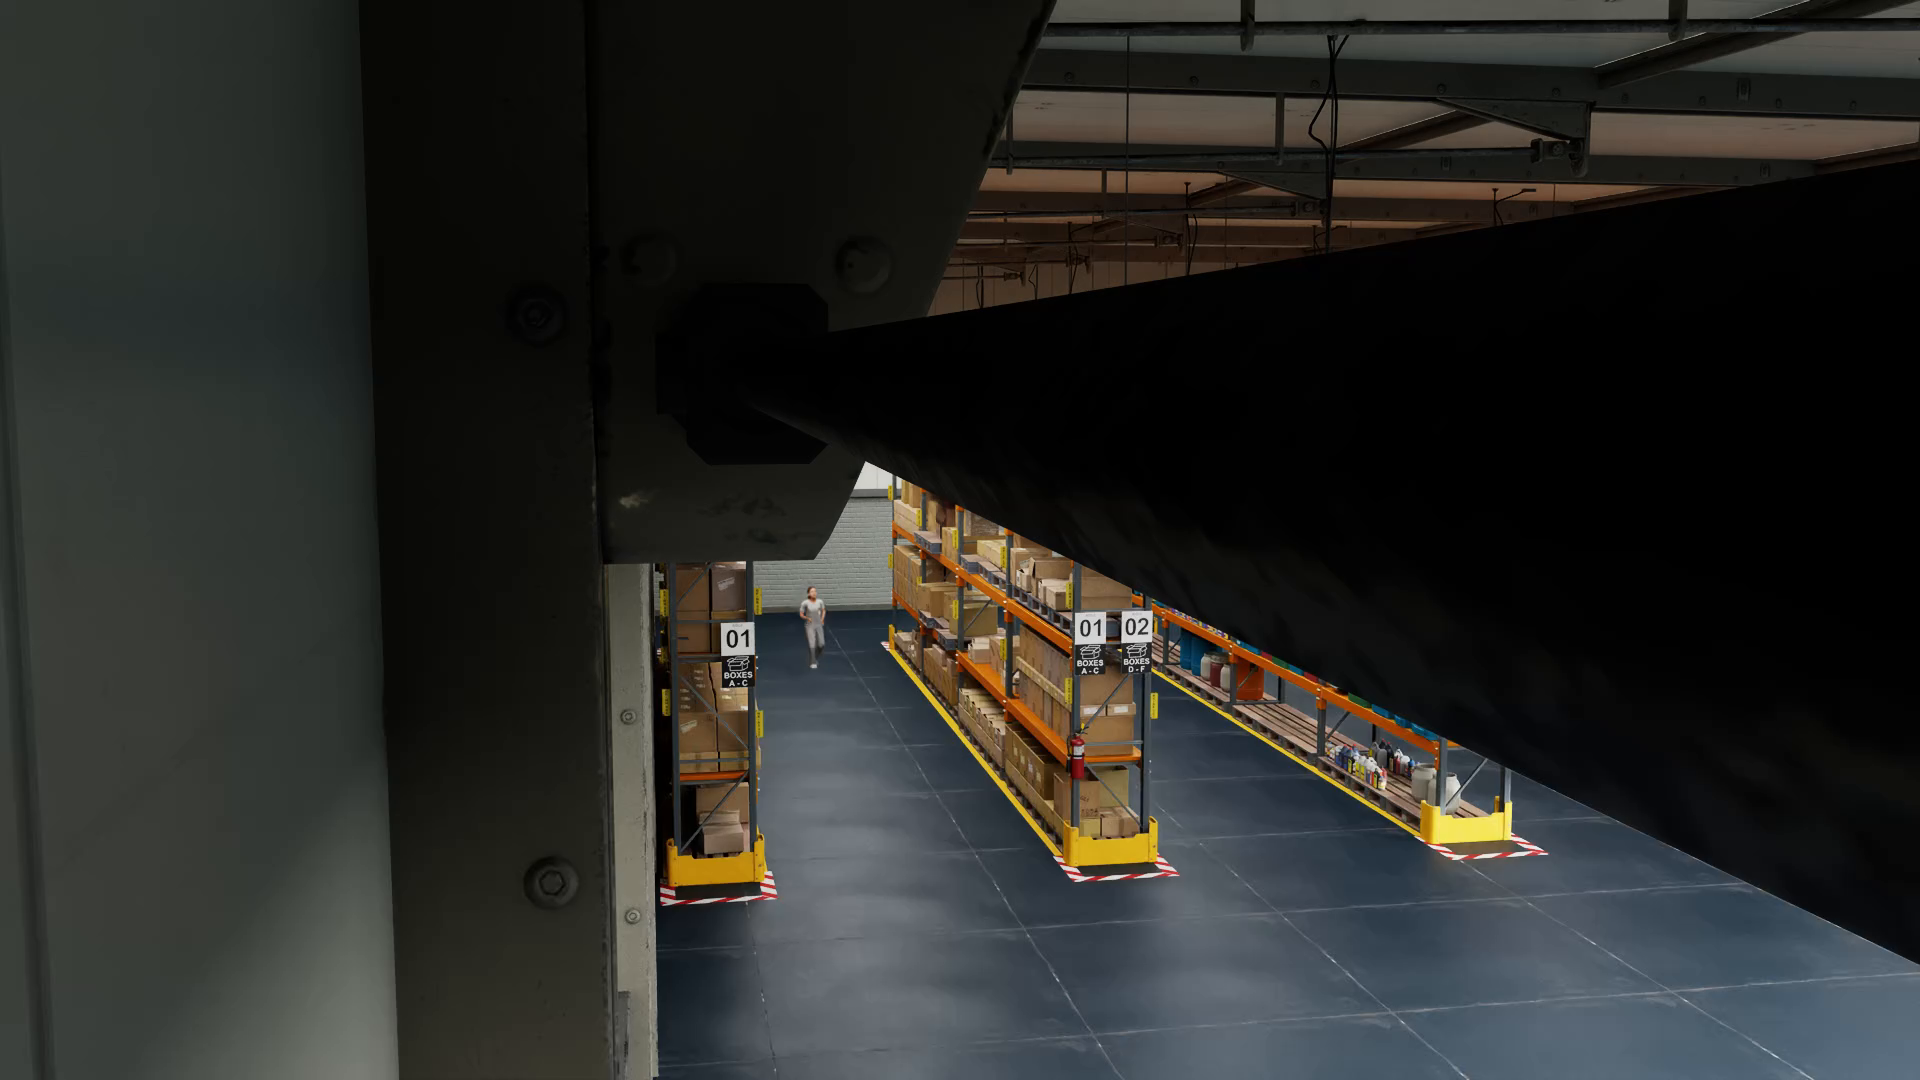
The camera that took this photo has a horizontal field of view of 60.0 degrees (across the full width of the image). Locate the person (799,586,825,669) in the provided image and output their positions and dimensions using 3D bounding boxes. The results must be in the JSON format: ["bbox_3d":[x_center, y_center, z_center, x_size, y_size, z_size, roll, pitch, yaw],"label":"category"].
[{"bbox_3d":[-2.850,1.731,32.540,0.558,1.640,0.539,-2,7,-21],"label":"person"}]
